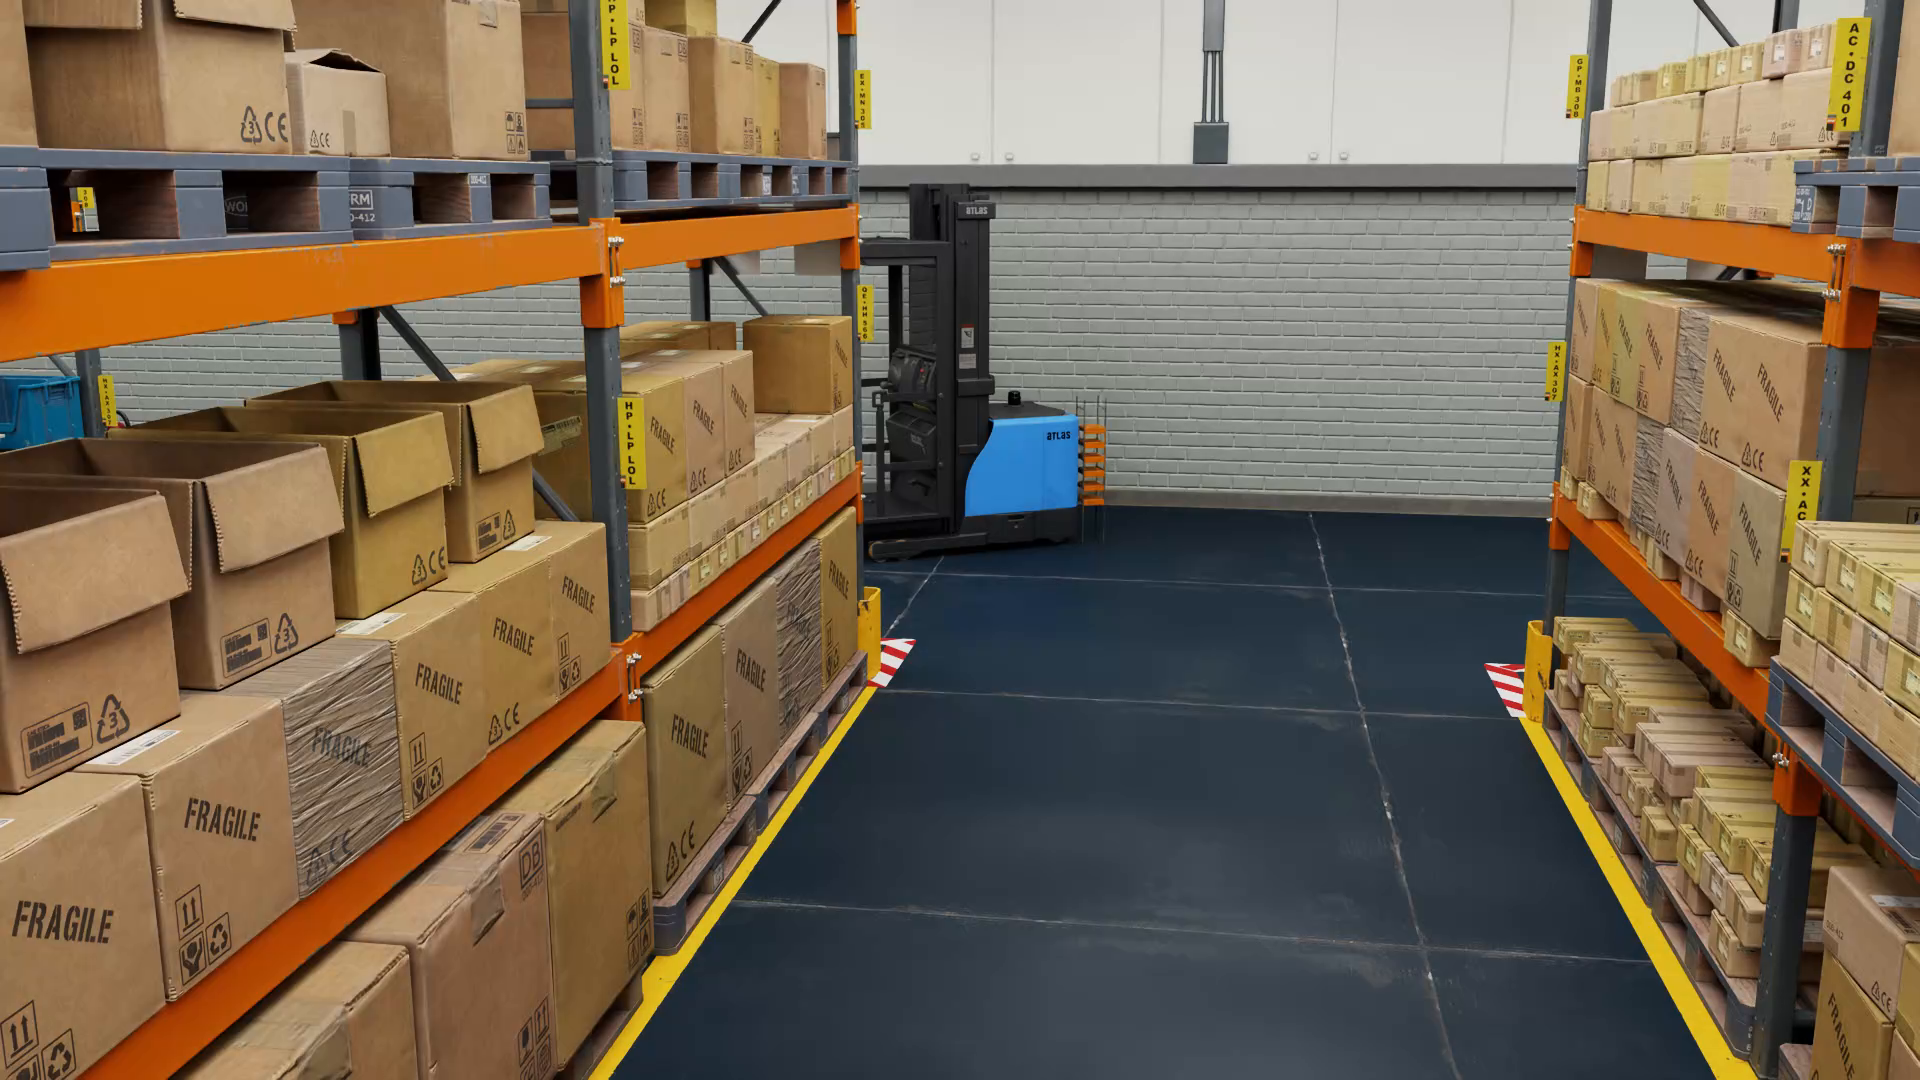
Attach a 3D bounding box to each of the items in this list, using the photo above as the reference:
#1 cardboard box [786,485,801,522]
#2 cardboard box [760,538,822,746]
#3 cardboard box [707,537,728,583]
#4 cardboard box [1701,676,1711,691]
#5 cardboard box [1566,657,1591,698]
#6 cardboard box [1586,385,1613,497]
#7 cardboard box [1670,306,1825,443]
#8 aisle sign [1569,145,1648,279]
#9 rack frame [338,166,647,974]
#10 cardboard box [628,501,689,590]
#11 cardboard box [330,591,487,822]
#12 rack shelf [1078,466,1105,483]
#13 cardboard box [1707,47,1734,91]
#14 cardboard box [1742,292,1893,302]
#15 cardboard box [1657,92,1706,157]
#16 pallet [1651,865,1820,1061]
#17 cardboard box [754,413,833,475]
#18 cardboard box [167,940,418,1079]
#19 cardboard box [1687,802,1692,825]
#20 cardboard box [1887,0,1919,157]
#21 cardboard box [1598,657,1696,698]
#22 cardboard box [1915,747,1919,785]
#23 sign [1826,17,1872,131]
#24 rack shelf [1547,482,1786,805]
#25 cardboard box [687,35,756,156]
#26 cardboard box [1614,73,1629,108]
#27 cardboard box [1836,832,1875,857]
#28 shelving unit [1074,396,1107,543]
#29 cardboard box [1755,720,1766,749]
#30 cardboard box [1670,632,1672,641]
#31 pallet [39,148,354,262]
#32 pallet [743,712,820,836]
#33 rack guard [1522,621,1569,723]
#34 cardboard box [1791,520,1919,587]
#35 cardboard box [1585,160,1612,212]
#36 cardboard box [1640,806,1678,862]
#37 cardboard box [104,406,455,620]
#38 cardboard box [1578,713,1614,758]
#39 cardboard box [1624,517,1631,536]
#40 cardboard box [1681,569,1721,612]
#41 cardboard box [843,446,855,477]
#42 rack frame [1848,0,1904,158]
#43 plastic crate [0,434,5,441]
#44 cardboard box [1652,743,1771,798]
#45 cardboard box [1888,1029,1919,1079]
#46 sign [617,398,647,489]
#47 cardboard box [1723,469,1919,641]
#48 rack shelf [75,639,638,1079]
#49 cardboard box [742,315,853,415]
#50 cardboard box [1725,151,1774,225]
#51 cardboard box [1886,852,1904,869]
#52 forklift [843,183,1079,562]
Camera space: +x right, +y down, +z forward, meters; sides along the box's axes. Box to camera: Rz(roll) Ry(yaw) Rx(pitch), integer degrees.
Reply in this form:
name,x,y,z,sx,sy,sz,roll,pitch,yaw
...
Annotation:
name,x,y,z,sx,sy,sz,roll,pitch,yaw
cardboard box,-1.013,-0.188,8.342,0.380,0.149,0.250,2,12,9
cardboard box,-1.248,0.496,8.617,0.875,0.875,0.875,2,12,9
cardboard box,-1.210,0.078,7.107,0.380,0.149,0.250,2,12,7
cardboard box,3.920,0.790,8.273,0.380,0.149,0.250,1,12,6
cardboard box,3.365,0.718,8.604,0.380,0.149,0.250,2,12,8
cardboard box,3.398,-0.478,8.148,0.500,0.500,0.500,2,12,9
cardboard box,3.154,-0.651,6.579,0.500,0.500,0.500,2,12,10
aisle sign,3.512,-1.776,8.945,0.394,0.787,0.004,2,12,9
rack frame,-1.704,0.170,6.083,1.000,3.000,0.127,2,12,9
cardboard box,-1.373,0.009,6.481,0.500,0.250,0.500,2,12,8
cardboard box,-1.662,0.440,4.596,0.500,0.500,0.500,2,12,8
rack shelf,1.088,-0.549,13.902,0.180,0.103,0.258,-3,12,-12
cardboard box,3.133,-1.824,6.441,0.380,0.149,0.250,2,12,8
cardboard box,3.823,-0.846,7.483,0.500,0.500,0.500,3,12,12
cardboard box,3.228,-1.716,6.886,0.500,0.250,0.500,1,12,7
pallet,3.250,1.574,6.187,1.003,0.211,1.213,2,12,9
cardboard box,-0.979,-0.519,8.933,0.500,0.250,0.500,2,12,8
cardboard box,-2.047,1.508,3.922,1.225,0.875,0.875,2,12,9
cardboard box,3.105,1.157,6.568,0.380,0.149,0.250,2,12,9
cardboard box,3.015,-1.293,4.519,0.700,0.500,0.500,2,12,9
cardboard box,3.335,0.679,8.081,0.380,0.149,0.250,1,12,6
cardboard box,2.509,0.552,3.912,0.380,0.149,0.250,1,12,6
sign,2.644,-1.383,4.943,0.100,0.325,0.005,2,12,9
rack shelf,3.489,0.288,7.247,1.077,0.370,4.000,2,12,9
cardboard box,-1.335,-1.980,7.468,0.700,0.500,0.500,2,12,11
cardboard box,3.351,-2.146,7.935,0.380,0.149,0.250,2,12,9
cardboard box,3.506,1.223,6.265,0.380,0.149,0.250,2,12,8
shelving unit,1.088,-0.592,13.892,0.189,1.200,0.258,-3,12,-12
cardboard box,3.705,0.860,7.240,0.380,0.149,0.250,2,12,9
cardboard box,3.966,0.535,8.747,0.380,0.149,0.250,2,12,9
pallet,-2.103,-0.740,3.633,1.003,0.211,1.213,2,12,11
pallet,-1.324,1.123,8.281,1.003,0.211,1.213,2,12,9
rack guard,3.785,0.757,9.293,1.175,0.500,0.348,2,12,9
cardboard box,2.667,0.046,4.847,0.380,0.149,0.250,3,12,12
cardboard box,3.475,-1.788,8.407,0.500,0.250,0.500,2,12,11
cardboard box,3.064,1.232,6.925,0.380,0.149,0.250,2,12,9
cardboard box,-1.911,-0.093,4.687,0.797,0.503,0.637,2,12,9
cardboard box,3.262,0.965,8.165,0.380,0.149,0.250,2,12,9
cardboard box,3.360,-0.078,7.833,0.380,0.149,0.250,2,12,8
cardboard box,3.103,0.187,6.603,0.380,0.149,0.250,1,12,6
cardboard box,-0.818,-0.455,9.579,0.380,0.149,0.250,2,12,10
rack frame,3.182,-2.580,4.607,1.000,3.000,0.127,2,12,9
plastic crate,-5.929,-0.548,9.897,0.396,0.136,0.243,2,12,9
cardboard box,3.078,0.950,6.824,0.380,0.149,0.250,1,12,6
cardboard box,2.726,1.624,4.273,0.500,0.500,0.500,2,12,11
sign,-1.166,-0.341,5.897,0.100,0.325,0.005,2,12,9
cardboard box,2.977,0.048,5.707,0.500,0.500,0.500,2,12,9
rack shelf,-2.011,0.938,4.226,1.077,0.370,4.000,2,12,9
cardboard box,-0.904,-0.991,9.342,0.500,0.500,0.500,2,12,9
cardboard box,3.079,-1.255,5.934,0.500,0.250,0.500,2,12,8
cardboard box,3.439,1.185,5.734,0.380,0.149,0.250,2,12,11
forklift,-0.573,-1.382,13.448,3.031,2.935,1.130,-5,13,-22
